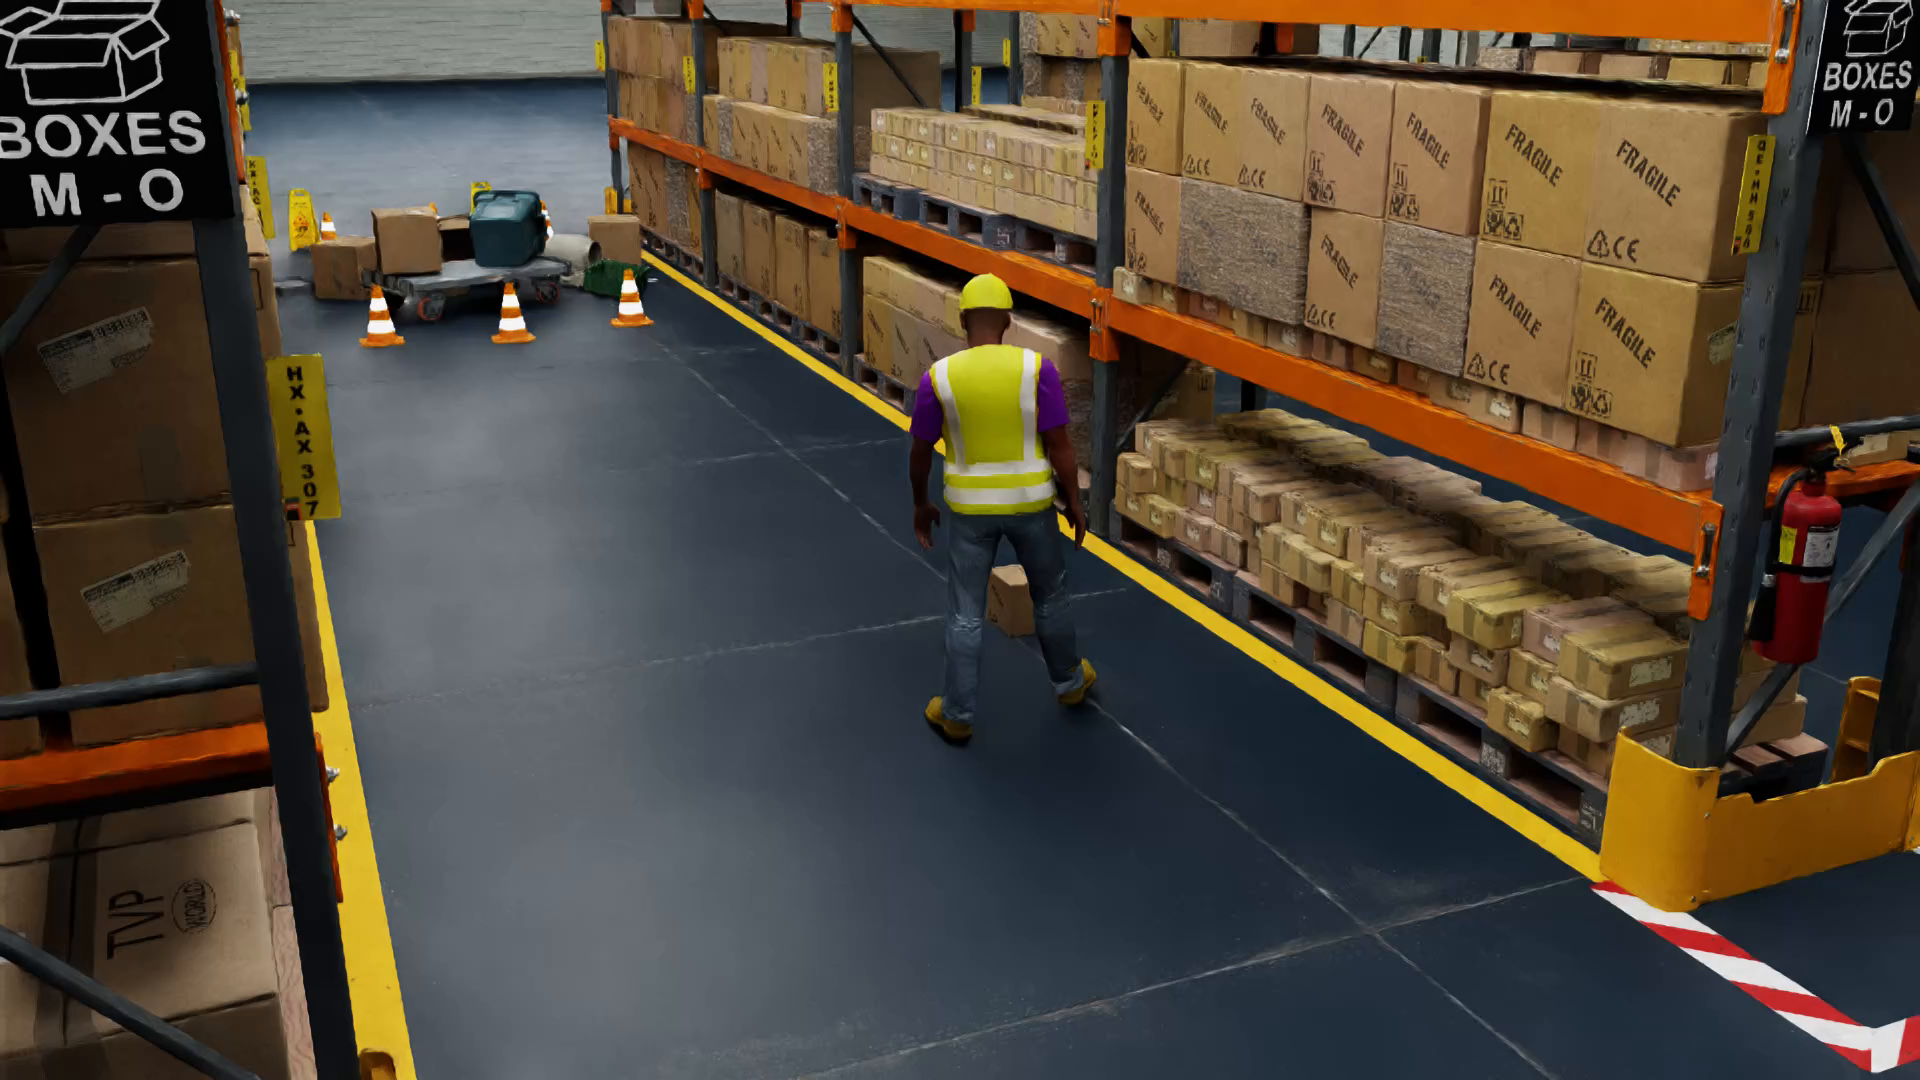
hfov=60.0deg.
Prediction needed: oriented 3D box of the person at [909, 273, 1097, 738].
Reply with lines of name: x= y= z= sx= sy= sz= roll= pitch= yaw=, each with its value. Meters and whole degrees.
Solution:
person: x=0.179 y=-0.153 z=6.417 sx=0.739 sy=1.753 sz=0.629 roll=2 pitch=19 yaw=5
